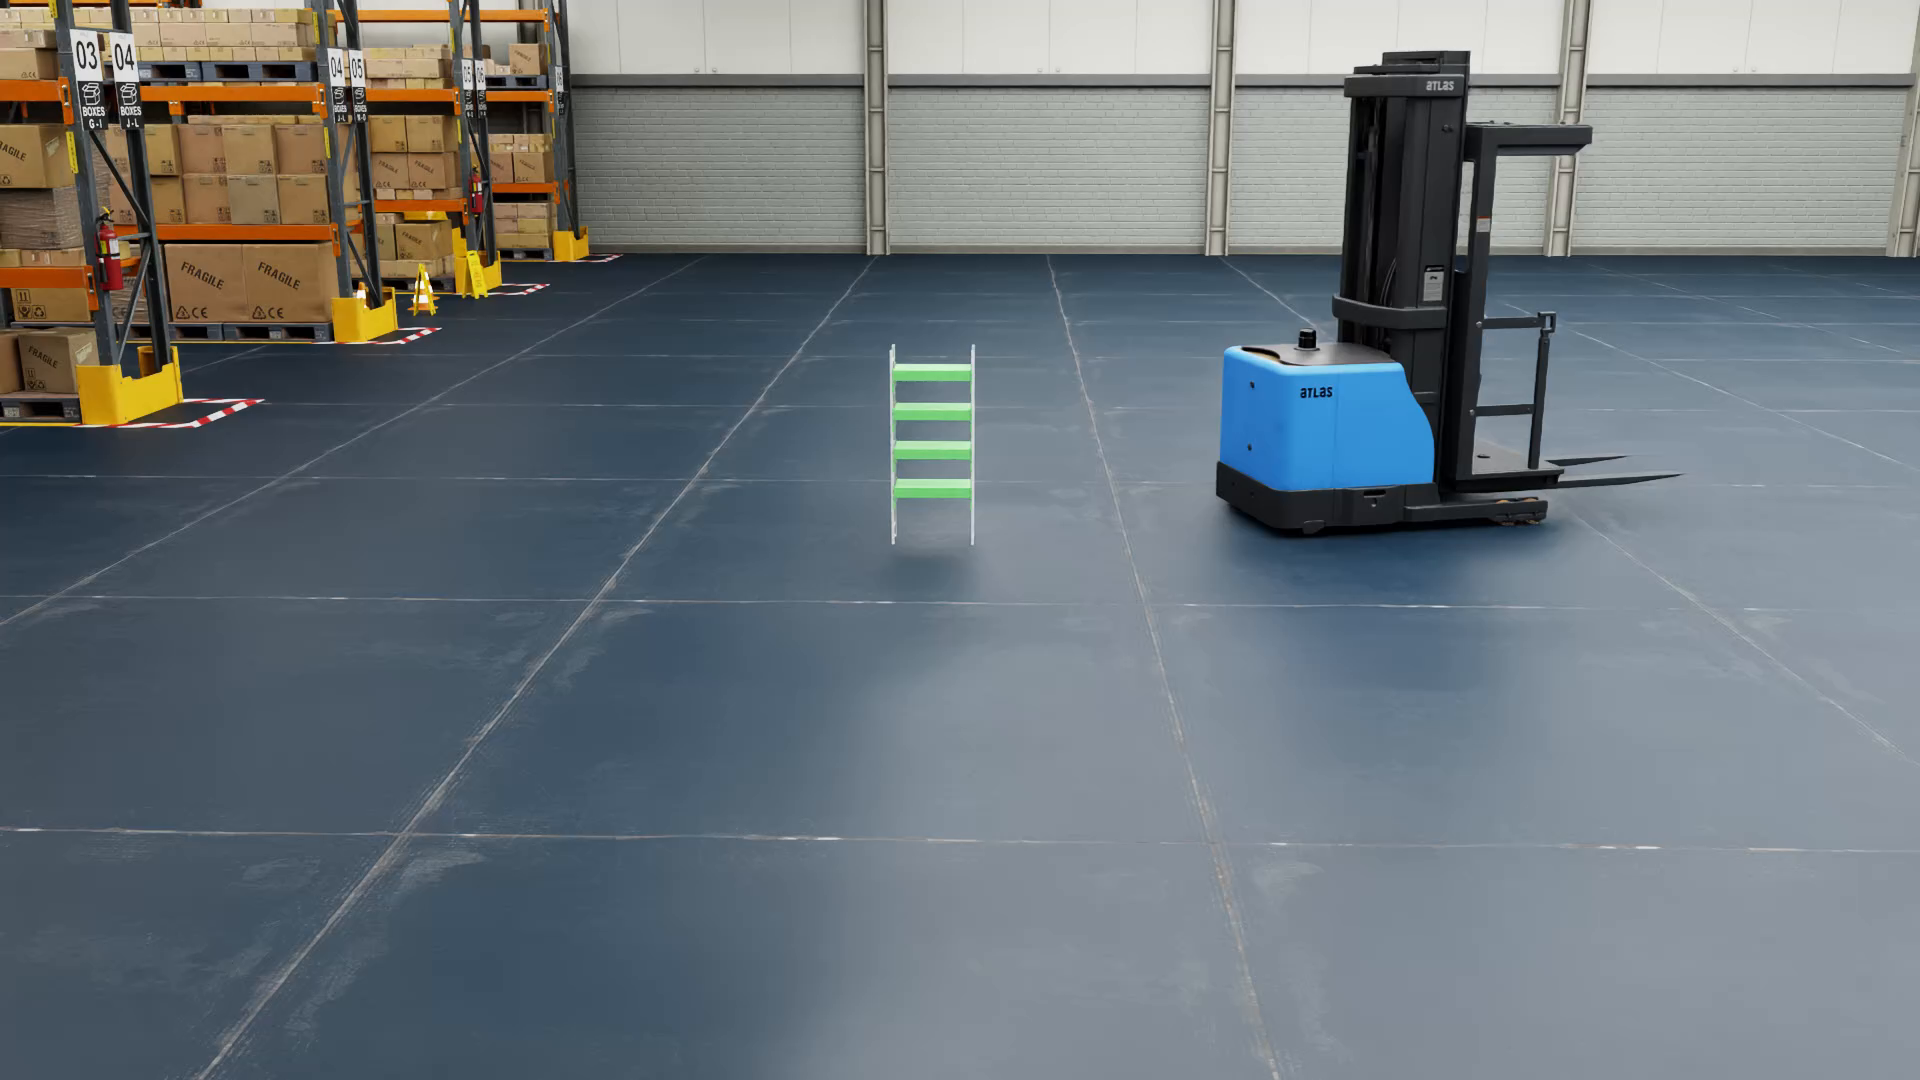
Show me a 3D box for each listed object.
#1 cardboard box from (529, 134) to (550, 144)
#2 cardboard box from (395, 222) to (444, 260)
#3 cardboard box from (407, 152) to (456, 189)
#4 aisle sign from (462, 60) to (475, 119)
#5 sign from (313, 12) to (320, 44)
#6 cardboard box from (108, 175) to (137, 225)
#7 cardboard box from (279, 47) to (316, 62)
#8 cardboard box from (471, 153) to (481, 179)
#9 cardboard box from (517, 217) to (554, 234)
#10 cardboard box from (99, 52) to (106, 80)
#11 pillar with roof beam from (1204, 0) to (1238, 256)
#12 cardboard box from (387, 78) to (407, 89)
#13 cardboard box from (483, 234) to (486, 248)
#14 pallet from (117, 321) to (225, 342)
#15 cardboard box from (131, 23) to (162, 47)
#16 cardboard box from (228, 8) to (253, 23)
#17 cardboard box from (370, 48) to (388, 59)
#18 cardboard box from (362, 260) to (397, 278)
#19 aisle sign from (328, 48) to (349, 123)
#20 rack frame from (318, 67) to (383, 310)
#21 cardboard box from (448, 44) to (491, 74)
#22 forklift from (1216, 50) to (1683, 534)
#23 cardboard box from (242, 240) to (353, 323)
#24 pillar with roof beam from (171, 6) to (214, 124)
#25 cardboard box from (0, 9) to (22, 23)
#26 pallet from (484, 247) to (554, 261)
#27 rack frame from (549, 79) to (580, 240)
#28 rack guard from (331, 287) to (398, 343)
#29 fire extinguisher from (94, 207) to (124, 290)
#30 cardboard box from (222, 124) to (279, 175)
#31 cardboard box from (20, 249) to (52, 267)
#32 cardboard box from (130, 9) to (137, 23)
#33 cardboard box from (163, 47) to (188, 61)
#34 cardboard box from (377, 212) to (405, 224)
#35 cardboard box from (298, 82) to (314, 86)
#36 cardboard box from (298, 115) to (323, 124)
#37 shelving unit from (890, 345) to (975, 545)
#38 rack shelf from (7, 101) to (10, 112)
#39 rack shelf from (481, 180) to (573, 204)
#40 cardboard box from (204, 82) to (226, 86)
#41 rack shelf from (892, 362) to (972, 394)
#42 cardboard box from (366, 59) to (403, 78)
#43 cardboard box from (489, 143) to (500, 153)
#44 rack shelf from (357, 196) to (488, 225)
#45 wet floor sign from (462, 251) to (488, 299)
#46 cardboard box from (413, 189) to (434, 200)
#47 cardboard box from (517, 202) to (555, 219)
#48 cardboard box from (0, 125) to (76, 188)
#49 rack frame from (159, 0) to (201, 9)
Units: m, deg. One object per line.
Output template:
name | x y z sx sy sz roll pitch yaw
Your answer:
cardboard box | -7.144 -6.815 28.241 0.250 0.149 0.380 0 15 2
cardboard box | -7.711 -4.270 23.740 0.500 0.500 0.500 0 15 2
cardboard box | -7.453 -5.220 23.468 0.500 0.500 0.500 0 15 0
aisle sign | -6.849 -6.278 23.158 0.004 0.787 0.394 0 15 1
sign | -6.956 -5.534 17.974 0.005 0.325 0.100 0 15 1
cardboard box | -9.471 -3.900 18.947 0.550 0.550 0.875 0 15 1
cardboard box | -7.270 -5.328 18.248 0.250 0.149 0.380 0 15 1
cardboard box | -8.310 -6.354 28.349 0.500 0.500 0.500 0 15 0
cardboard box | -7.275 -5.399 28.512 0.500 0.250 0.500 0 15 1
cardboard box | -7.631 -4.015 14.090 0.500 0.250 0.500 1 15 3
pillar with roof beam | 4.433 -8.320 24.235 0.400 9.000 9.100 0 15 1
cardboard box | -7.781 -6.358 23.173 0.250 0.149 0.380 1 15 3
cardboard box | -8.255 -5.168 28.615 0.500 0.250 0.500 1 15 2
pallet | -8.946 -2.477 19.317 1.213 0.211 1.003 0 15 1
cardboard box | -8.931 -5.547 18.297 0.500 0.250 0.500 1 15 2
cardboard box | -7.780 -5.717 18.160 0.250 0.149 0.380 1 15 2
cardboard box | -8.014 -6.760 23.130 0.250 0.149 0.380 0 15 2
cardboard box | -8.236 -3.910 23.849 0.500 0.250 0.500 0 15 2
aisle sign | -6.865 -5.012 18.361 0.004 0.787 0.394 0 15 1
rack frame | -6.929 -3.832 18.984 0.127 3.000 1.000 0 15 1
cardboard box | -8.250 -8.084 28.005 0.500 0.500 0.700 0 15 2
forklift | 3.298 -1.633 10.785 3.031 2.935 1.130 -4 15 -13
cardboard box | -7.608 -2.995 19.154 0.875 0.875 0.875 0 15 2
pillar with roof beam | -13.561 -8.437 24.679 0.400 9.000 9.100 0 15 1
cardboard box | -10.317 -5.733 18.221 0.250 0.149 0.380 0 15 1
pallet | -7.546 -5.007 28.903 1.213 0.211 1.003 0 15 1
rack frame | -6.780 -6.361 28.569 0.127 3.000 1.000 0 15 1
rack guard | -6.905 -2.623 19.302 0.348 0.500 1.175 0 15 1
fire extinguisher | -7.054 -2.412 13.754 0.183 0.674 0.296 0 15 1
cardboard box | -7.851 -4.419 18.798 0.550 0.550 0.875 0 15 1
cardboard box | -7.696 -2.397 14.038 0.250 0.149 0.380 0 15 1
cardboard box | -9.051 -5.725 18.189 0.250 0.149 0.380 0 15 1
cardboard box | -8.540 -5.336 18.279 0.250 0.149 0.380 0 15 2
cardboard box | -8.079 -4.569 23.602 0.250 0.149 0.380 1 15 3
cardboard box | -9.052 -6.375 23.236 0.250 0.149 0.380 0 15 2
cardboard box | -8.933 -5.739 23.474 0.500 0.500 0.700 0 15 1
shelving unit | -0.165 -0.581 10.191 0.503 1.200 0.258 0 15 1
rack shelf | -12.927 -4.973 18.841 4.000 0.370 1.077 0 15 1
rack shelf | -8.780 -6.026 28.710 4.000 0.370 1.077 0 15 1
cardboard box | -10.336 -6.369 23.212 0.250 0.149 0.380 0 15 1
rack shelf | -0.165 -0.984 10.085 0.480 0.148 0.258 0 15 1
cardboard box | -7.924 -6.558 23.148 0.500 0.250 0.500 0 15 1
cardboard box | -7.895 -6.669 28.272 0.250 0.149 0.380 0 15 1
rack shelf | -8.903 -4.760 23.912 4.000 0.370 1.077 0 15 1
wet floor sign | -6.741 -3.682 23.033 0.232 0.644 0.267 6 16 21
cardboard box | -7.539 -4.895 23.505 0.250 0.149 0.380 0 15 1
cardboard box | -7.248 -5.641 28.449 0.500 0.250 0.500 1 15 3
cardboard box | -7.712 -3.184 13.789 0.500 0.500 0.500 0 15 1
rack frame | -10.902 -8.022 23.105 0.127 3.000 1.000 0 15 1
